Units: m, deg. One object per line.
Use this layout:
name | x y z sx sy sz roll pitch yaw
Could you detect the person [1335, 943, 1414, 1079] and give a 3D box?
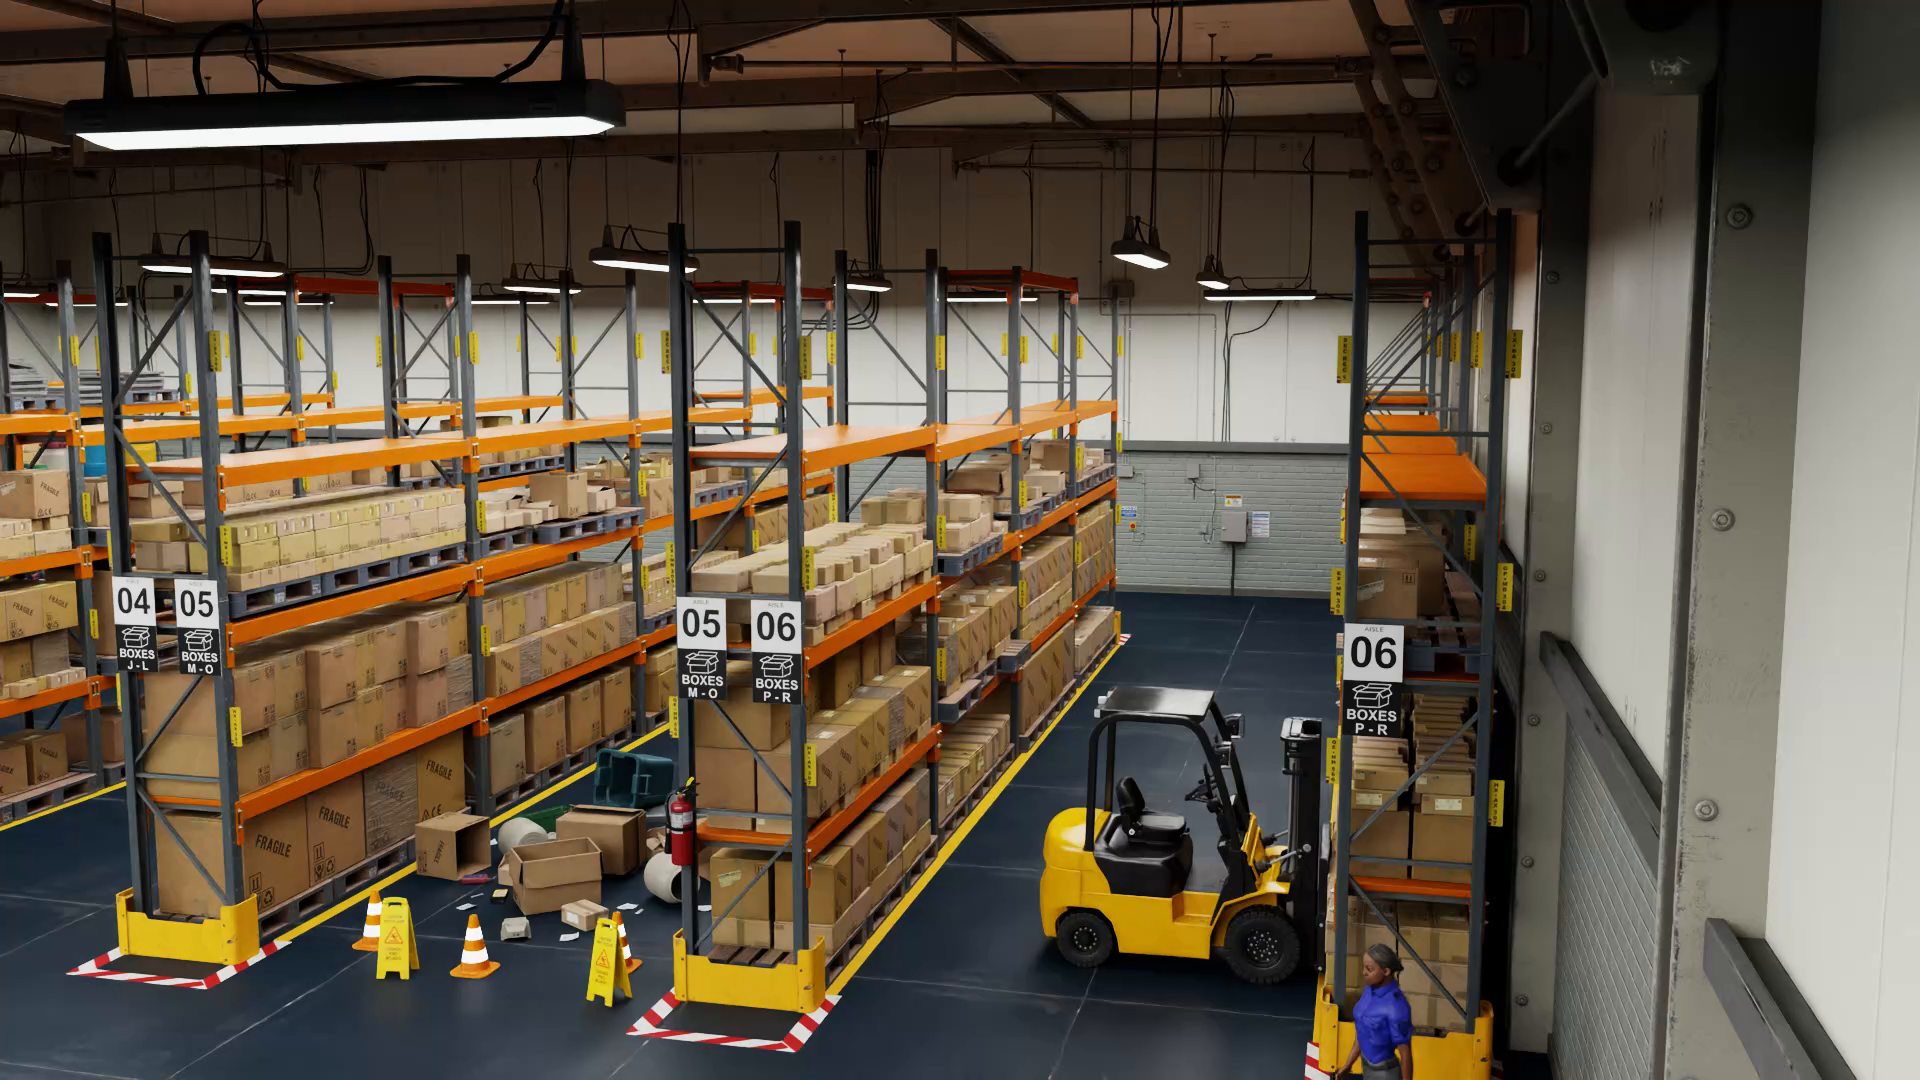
person | 2.455 3.172 9.806 0.856 1.627 0.465 0 7 -2
